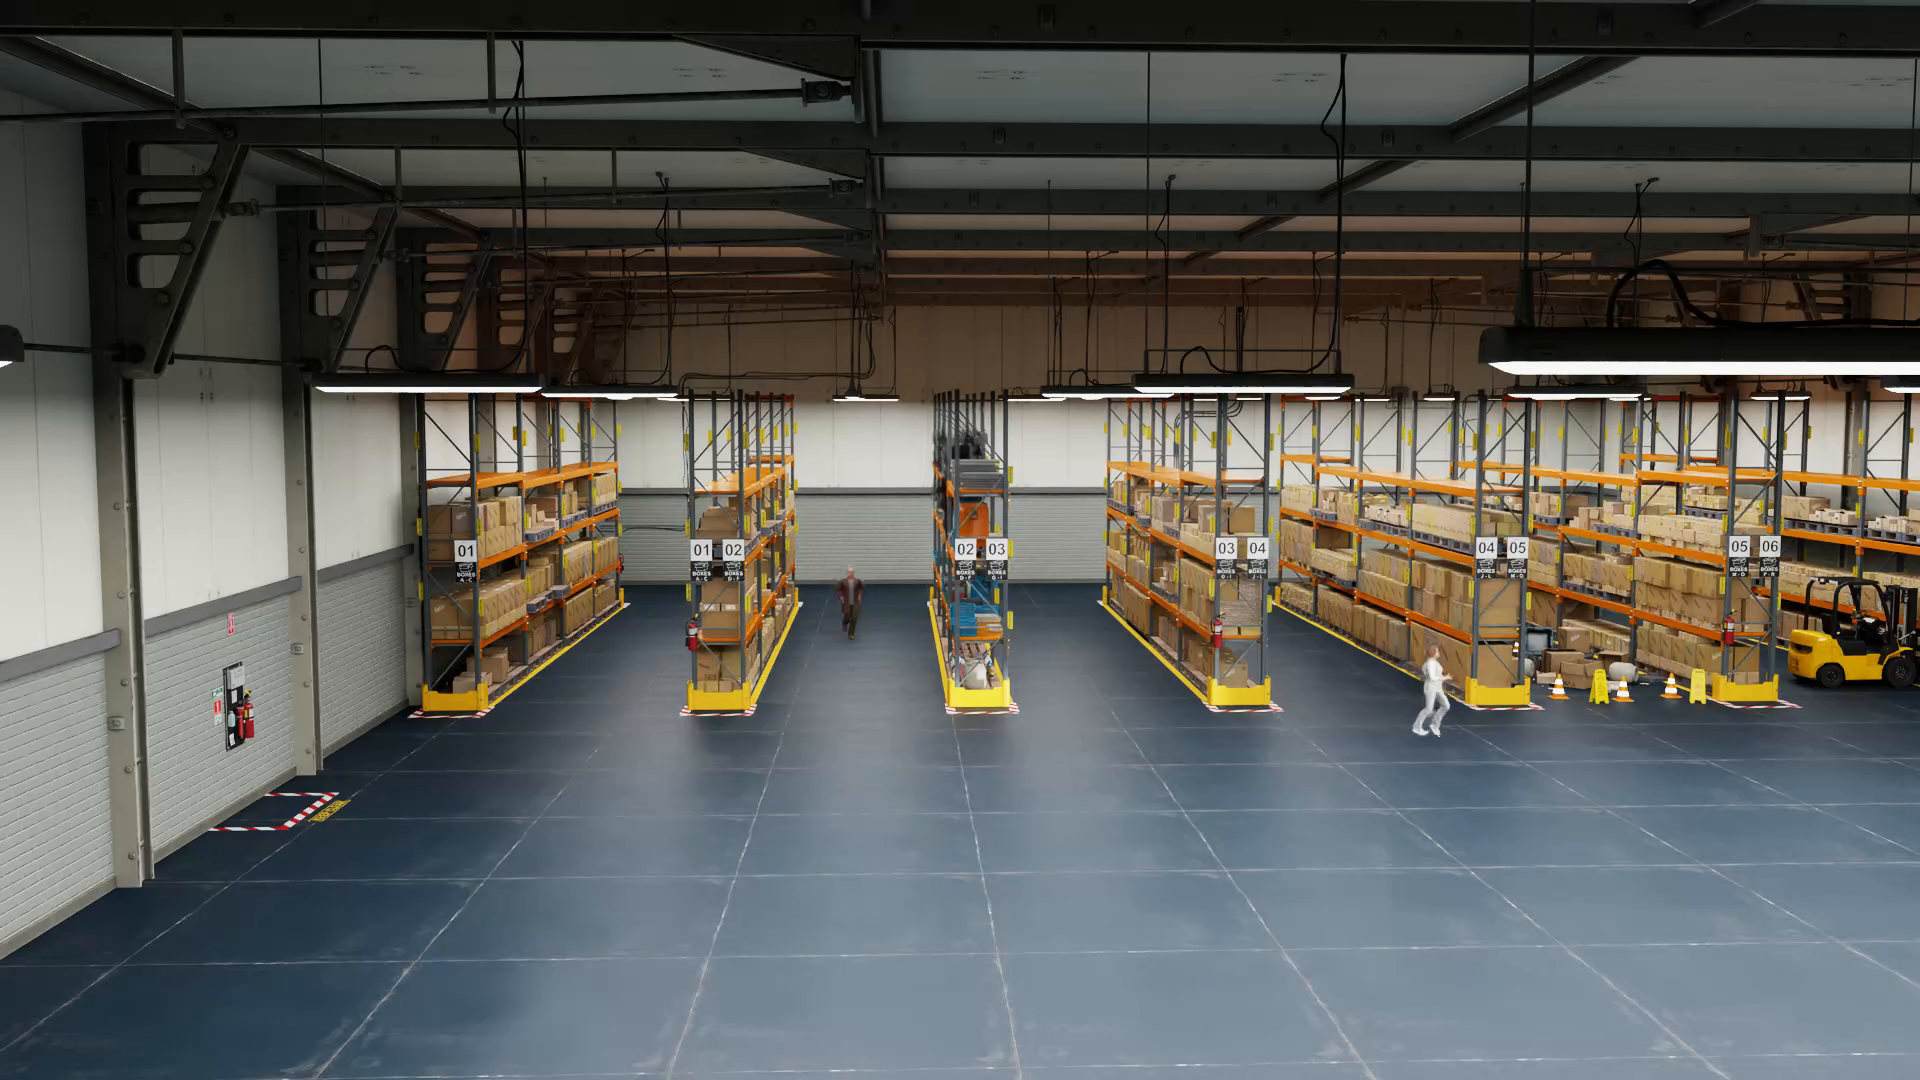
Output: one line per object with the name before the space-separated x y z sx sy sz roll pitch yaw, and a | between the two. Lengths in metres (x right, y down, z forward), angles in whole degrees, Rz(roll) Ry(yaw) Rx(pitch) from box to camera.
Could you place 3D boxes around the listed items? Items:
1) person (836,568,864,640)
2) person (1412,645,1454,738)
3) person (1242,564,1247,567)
person | -2.671 1.552 40.571 0.710 1.742 0.799 -1 5 -14
person | 8.124 2.598 28.532 0.672 1.611 0.508 3 5 31
person | 8.105 0.917 48.493 0.773 1.680 0.553 4 6 44
